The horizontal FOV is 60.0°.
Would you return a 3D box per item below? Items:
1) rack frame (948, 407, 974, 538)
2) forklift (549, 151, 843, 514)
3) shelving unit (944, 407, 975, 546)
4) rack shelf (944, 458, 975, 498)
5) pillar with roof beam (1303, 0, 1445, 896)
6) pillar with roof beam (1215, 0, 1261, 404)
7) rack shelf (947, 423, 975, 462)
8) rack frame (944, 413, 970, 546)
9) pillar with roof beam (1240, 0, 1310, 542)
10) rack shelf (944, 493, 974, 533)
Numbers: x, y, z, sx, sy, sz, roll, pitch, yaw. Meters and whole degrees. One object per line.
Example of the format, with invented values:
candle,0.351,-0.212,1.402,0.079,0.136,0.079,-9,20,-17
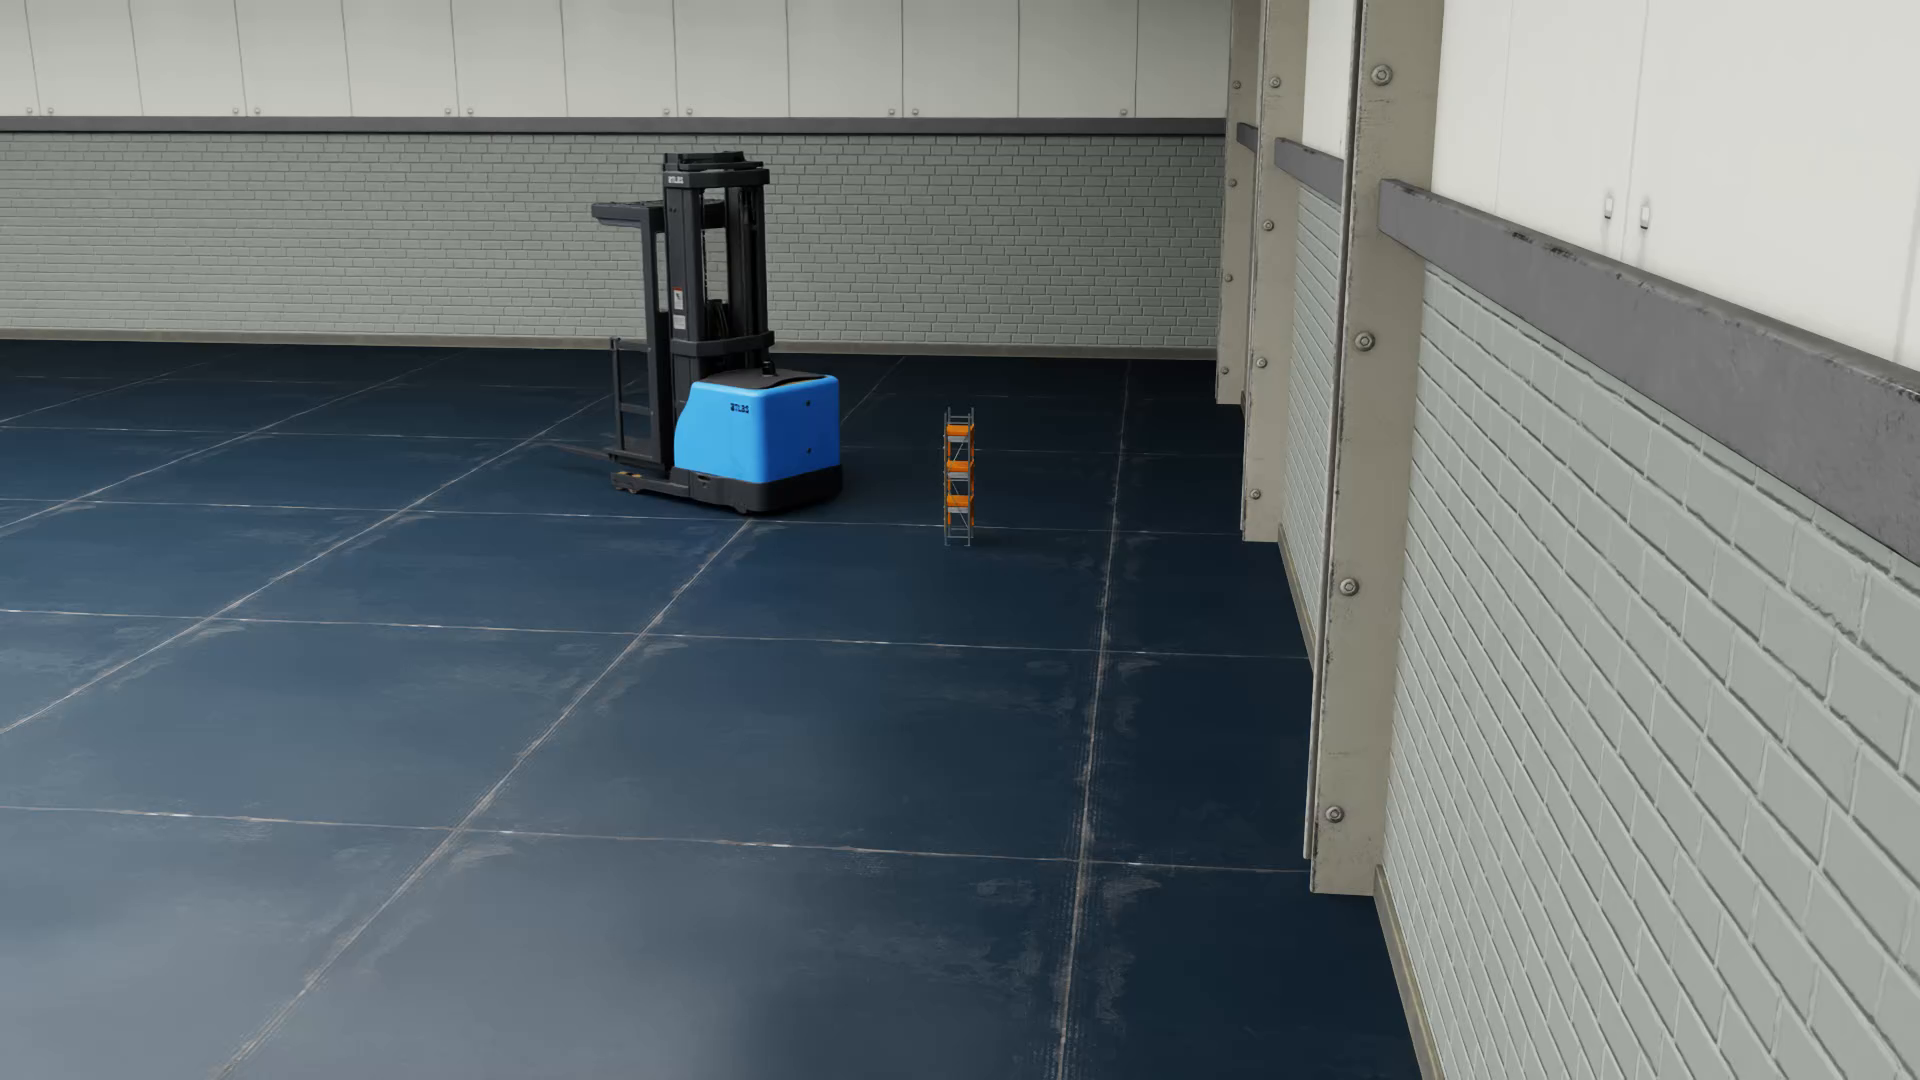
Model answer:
rack frame,0.008,-0.525,13.091,0.200,1.050,0.008,2,15,6
forklift,-2.486,-1.922,14.656,3.031,2.935,1.130,12,19,37
shelving unit,-0.006,-0.493,12.974,0.215,1.050,0.252,2,15,6
rack shelf,-0.006,-0.483,12.976,0.215,0.259,0.240,2,15,6
pillar with roof beam,-2.545,-2.954,6.846,9.100,9.000,0.400,2,15,6
pillar with roof beam,-1.191,-6.066,18.356,9.100,9.000,0.400,2,15,6
rack shelf,-0.006,-0.757,12.902,0.215,0.259,0.240,2,15,6
rack frame,-0.020,-0.461,12.857,0.200,1.050,0.008,2,15,6
pillar with roof beam,-1.868,-4.510,12.601,9.100,9.000,0.400,2,15,6
rack shelf,-0.006,-0.214,13.049,0.215,0.259,0.240,2,15,6
